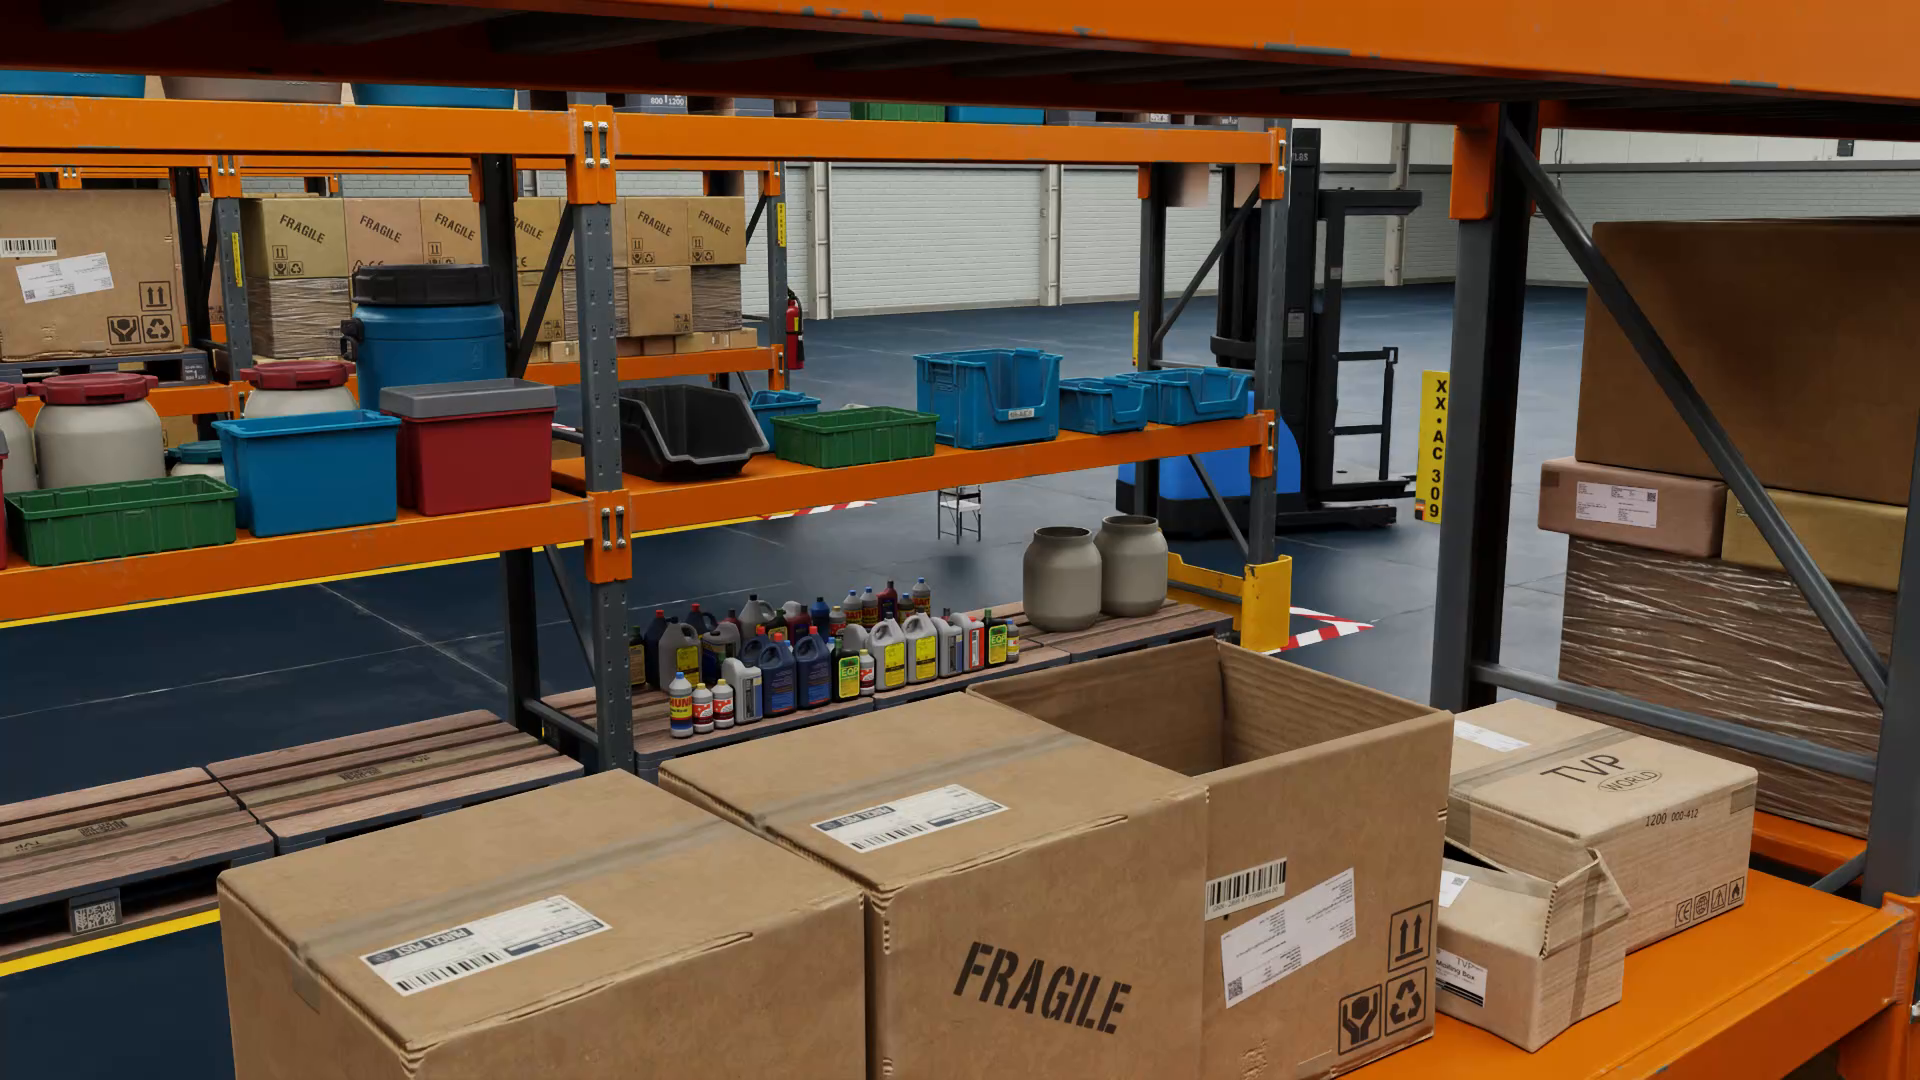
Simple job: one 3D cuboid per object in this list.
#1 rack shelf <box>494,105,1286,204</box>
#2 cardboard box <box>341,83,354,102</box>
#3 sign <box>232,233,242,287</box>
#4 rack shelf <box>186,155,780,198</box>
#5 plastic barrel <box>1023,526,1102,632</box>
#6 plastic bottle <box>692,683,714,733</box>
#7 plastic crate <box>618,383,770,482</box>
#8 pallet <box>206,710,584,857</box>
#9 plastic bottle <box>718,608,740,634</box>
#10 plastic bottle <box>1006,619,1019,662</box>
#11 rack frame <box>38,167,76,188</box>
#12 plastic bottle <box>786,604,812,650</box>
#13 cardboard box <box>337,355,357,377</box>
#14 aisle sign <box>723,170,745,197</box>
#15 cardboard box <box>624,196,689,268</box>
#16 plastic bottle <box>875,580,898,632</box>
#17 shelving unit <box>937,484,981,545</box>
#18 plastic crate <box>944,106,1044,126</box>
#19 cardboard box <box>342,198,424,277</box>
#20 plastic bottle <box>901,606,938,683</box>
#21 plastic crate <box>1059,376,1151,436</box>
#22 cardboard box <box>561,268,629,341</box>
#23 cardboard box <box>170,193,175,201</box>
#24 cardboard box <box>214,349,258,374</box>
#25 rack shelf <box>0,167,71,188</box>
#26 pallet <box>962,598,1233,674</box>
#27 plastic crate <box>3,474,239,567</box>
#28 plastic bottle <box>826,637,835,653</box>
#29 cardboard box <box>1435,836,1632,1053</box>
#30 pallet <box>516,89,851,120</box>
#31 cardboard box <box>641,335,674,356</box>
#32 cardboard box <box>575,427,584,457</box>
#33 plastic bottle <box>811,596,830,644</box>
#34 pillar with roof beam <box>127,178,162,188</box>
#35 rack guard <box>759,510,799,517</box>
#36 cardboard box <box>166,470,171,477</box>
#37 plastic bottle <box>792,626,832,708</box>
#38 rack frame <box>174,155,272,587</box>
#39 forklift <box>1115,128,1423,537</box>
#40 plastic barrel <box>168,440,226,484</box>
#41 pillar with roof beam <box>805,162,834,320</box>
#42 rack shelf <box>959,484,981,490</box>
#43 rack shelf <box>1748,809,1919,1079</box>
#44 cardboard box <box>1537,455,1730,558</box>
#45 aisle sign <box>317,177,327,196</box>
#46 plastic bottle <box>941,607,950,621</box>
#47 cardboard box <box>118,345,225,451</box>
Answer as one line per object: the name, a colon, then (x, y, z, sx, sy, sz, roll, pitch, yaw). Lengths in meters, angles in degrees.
rack shelf: (-0.156, -1.824, 8.008, 4.000, 0.370, 1.077, -9, 15, -38)
cardboard box: (-3.975, -2.911, 10.797, 0.250, 0.149, 0.380, -9, 15, -37)
sign: (-4.463, -1.729, 10.264, 0.005, 0.325, 0.100, -9, 15, -38)
rack shelf: (-3.251, -2.628, 11.792, 4.000, 0.370, 1.077, -9, 15, -38)
plastic barrel: (0.548, 0.206, 8.915, 0.421, 0.512, 0.421, 0, 12, 0)
plastic bottle: (-1.116, 0.721, 7.190, 0.097, 0.201, 0.097, 0, 12, 0)
plastic crate: (-1.230, -0.466, 7.252, 0.504, 0.338, 0.767, -9, 15, -38)
pallet: (-2.307, 1.023, 6.803, 1.213, 0.211, 1.003, -9, 15, -38)
plastic bottle: (-1.144, 0.481, 8.122, 0.133, 0.283, 0.061, -8, 14, -34)
plastic bottle: (0.245, 0.495, 8.255, 0.097, 0.201, 0.097, 0, 12, 0)
rack frame: (-7.832, -2.070, 14.657, 0.127, 3.000, 1.000, -9, 15, -38)
plastic bottle: (-0.797, 0.464, 8.203, 0.133, 0.283, 0.061, -9, 15, -38)
cardboard box: (-4.075, -1.176, 11.051, 0.250, 0.149, 0.380, -9, 15, -38)
aisle sign: (-1.828, -3.100, 13.248, 0.004, 0.787, 0.394, -9, 15, -38)
cardboard box: (-2.351, -2.278, 12.271, 0.500, 0.500, 0.500, -9, 15, -38)
plastic bottle: (-0.393, 0.356, 8.710, 0.133, 0.283, 0.061, -9, 15, -37)
shelving unit: (-0.006, -0.439, 12.030, 0.210, 0.900, 0.258, -9, 15, -38)
plastic crate: (0.104, -2.132, 7.762, 0.575, 0.384, 0.392, -9, 15, -38)
cardboard box: (-3.913, -2.018, 11.049, 0.500, 0.500, 0.500, -9, 15, -38)
plastic bottle: (-0.204, 0.490, 7.918, 0.185, 0.351, 0.144, -9, 15, -35)
plastic crate: (0.691, -0.699, 8.556, 0.408, 0.251, 0.499, -9, 15, -38)
cardboard box: (-2.868, -1.757, 12.224, 0.500, 0.500, 0.875, -9, 15, -38)
cardboard box: (-9.352, -3.771, 19.304, 0.500, 0.500, 0.700, -10, 15, -38)
cardboard box: (-4.828, -1.205, 11.188, 0.250, 0.149, 0.380, -9, 15, -38)
rack shelf: (-9.394, -2.926, 13.198, 4.000, 0.370, 1.077, -9, 15, -38)
pallet: (0.738, 0.518, 9.182, 1.213, 0.211, 1.003, -9, 15, -38)
plastic crate: (-2.902, -0.074, 5.765, 0.662, 0.188, 0.450, -9, 15, -38)
plastic bottle: (-0.590, 0.583, 7.671, 0.097, 0.271, 0.097, 0, 12, 0)
cardboard box: (0.802, 0.564, 2.574, 0.258, 0.266, 0.396, -10, 16, -39)
pallet: (-1.216, -1.934, 7.247, 1.003, 0.211, 1.213, -9, 15, -38)
cardboard box: (-2.346, -1.475, 12.460, 0.250, 0.149, 0.380, -9, 15, -38)
cardboard box: (-2.632, -0.593, 12.706, 0.500, 0.500, 0.500, -5, 13, -23)
plastic bottle: (-0.709, 0.420, 8.441, 0.097, 0.271, 0.097, 0, 12, 0)
pillar with roof beam: (-9.401, -6.476, 20.961, 0.400, 9.000, 9.100, -9, 15, -38)
rack guard: (-1.748, -0.539, 13.464, 0.348, 0.500, 1.175, -9, 15, -38)
cardboard box: (-5.305, -0.169, 10.661, 0.500, 0.500, 0.700, -11, 16, -42)
plastic bottle: (-0.681, 0.569, 7.544, 0.185, 0.351, 0.144, -10, 16, -40)
rack frame: (-4.812, -1.253, 10.806, 0.127, 3.000, 1.000, -9, 15, -38)
forklift: (2.781, -1.614, 12.674, 3.031, 2.935, 1.130, -4, 13, -18)
plastic barrel: (-2.847, -0.235, 6.346, 0.301, 0.262, 0.301, 0, 12, 0)
pillar with roof beam: (-0.030, -8.033, 28.294, 0.400, 9.000, 9.100, -9, 15, -38)
rack shelf: (-0.006, -0.407, 12.037, 0.200, 0.077, 0.258, -9, 15, -38)
rack shelf: (2.935, 0.447, 4.534, 4.000, 0.370, 1.077, -9, 15, -38)
cardboard box: (1.452, -0.082, 3.489, 0.250, 0.149, 0.380, -9, 15, -38)
aisle sign: (-8.025, -4.709, 20.825, 0.004, 0.787, 0.394, -9, 15, -38)
plastic bottle: (-0.036, 0.466, 8.195, 0.133, 0.283, 0.061, -9, 15, -38)
cardboard box: (-7.297, -1.307, 15.165, 0.875, 0.875, 0.875, -9, 15, -37)
